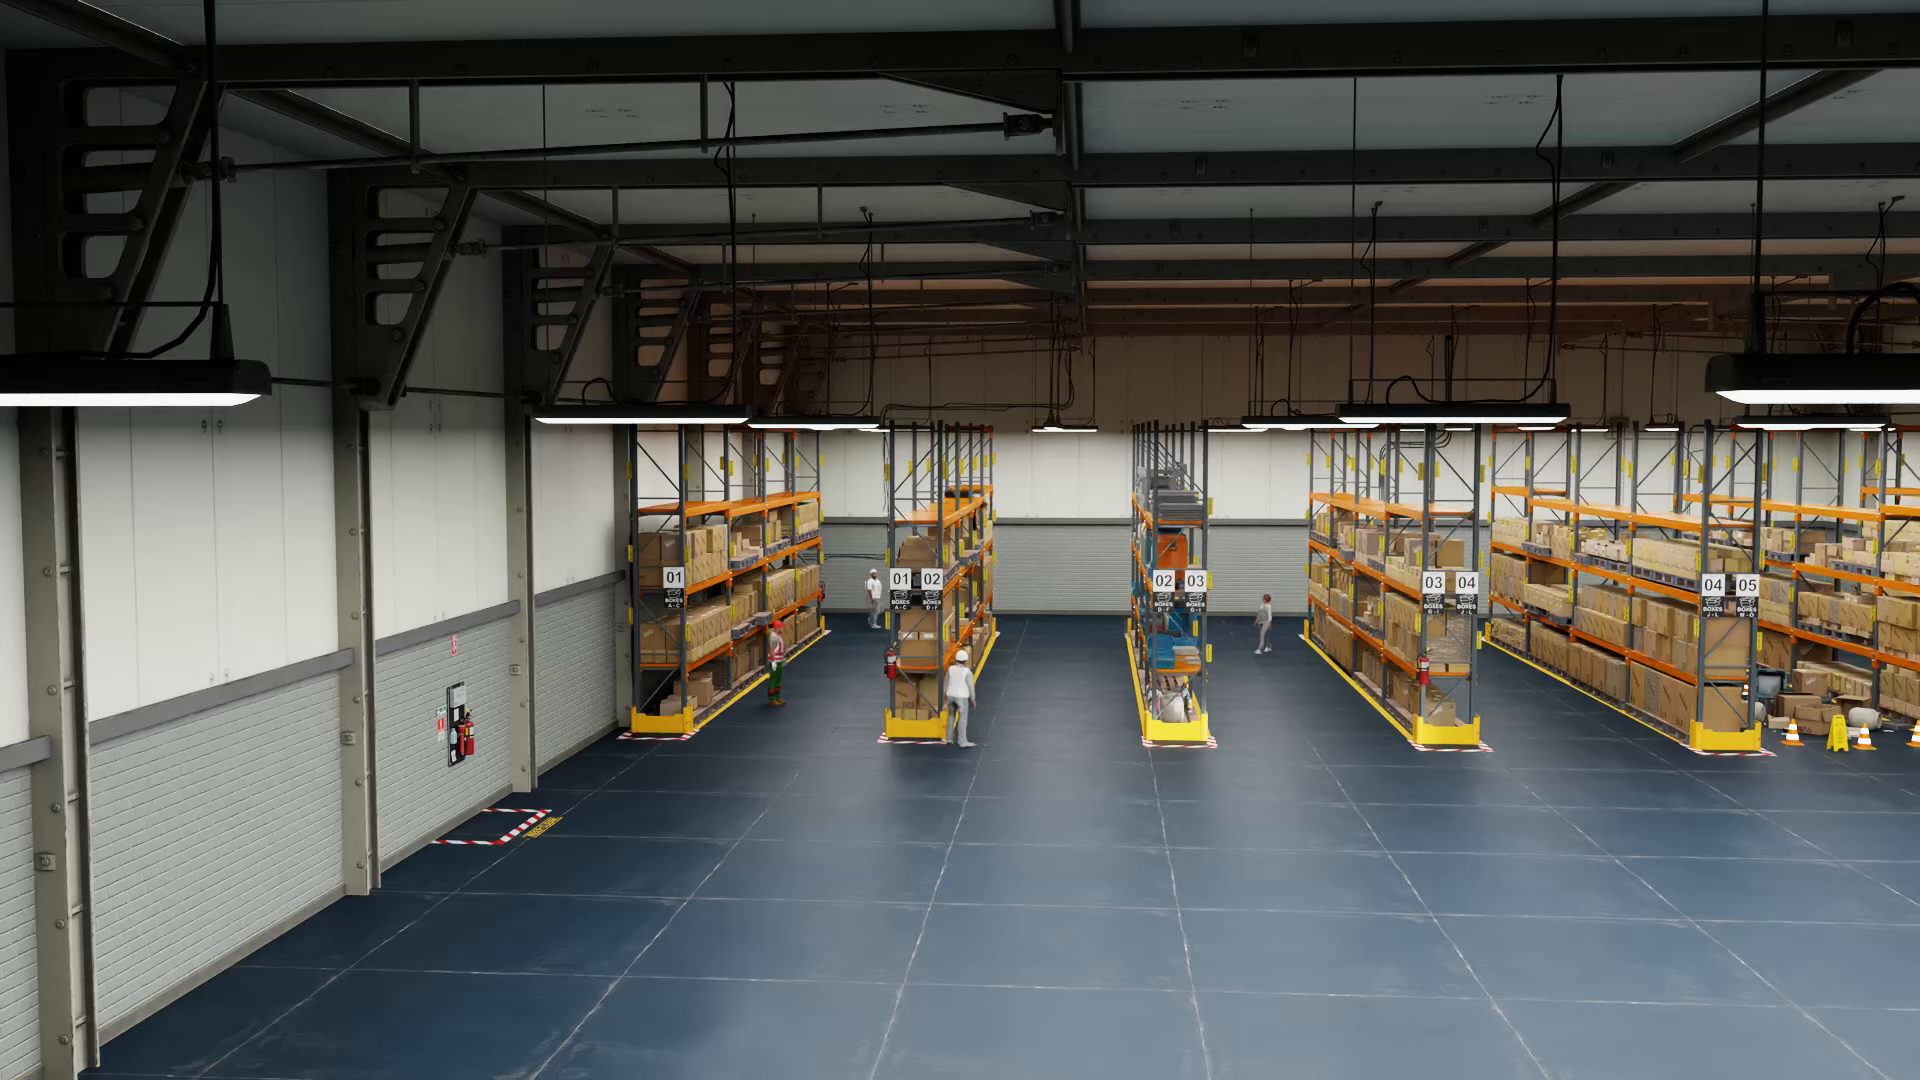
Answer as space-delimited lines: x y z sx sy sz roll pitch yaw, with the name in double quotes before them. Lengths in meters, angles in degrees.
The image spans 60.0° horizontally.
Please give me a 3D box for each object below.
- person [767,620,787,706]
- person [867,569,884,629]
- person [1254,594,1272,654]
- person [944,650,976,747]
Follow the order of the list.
"person" -3.890 2.596 35.268 0.396 1.803 0.579 0 4 6
"person" -2.499 1.727 48.979 0.497 1.751 0.591 0 4 7
"person" 7.926 2.185 43.528 0.872 1.550 0.475 -3 5 -39
"person" -0.022 2.927 30.583 0.647 1.822 0.396 3 5 37
